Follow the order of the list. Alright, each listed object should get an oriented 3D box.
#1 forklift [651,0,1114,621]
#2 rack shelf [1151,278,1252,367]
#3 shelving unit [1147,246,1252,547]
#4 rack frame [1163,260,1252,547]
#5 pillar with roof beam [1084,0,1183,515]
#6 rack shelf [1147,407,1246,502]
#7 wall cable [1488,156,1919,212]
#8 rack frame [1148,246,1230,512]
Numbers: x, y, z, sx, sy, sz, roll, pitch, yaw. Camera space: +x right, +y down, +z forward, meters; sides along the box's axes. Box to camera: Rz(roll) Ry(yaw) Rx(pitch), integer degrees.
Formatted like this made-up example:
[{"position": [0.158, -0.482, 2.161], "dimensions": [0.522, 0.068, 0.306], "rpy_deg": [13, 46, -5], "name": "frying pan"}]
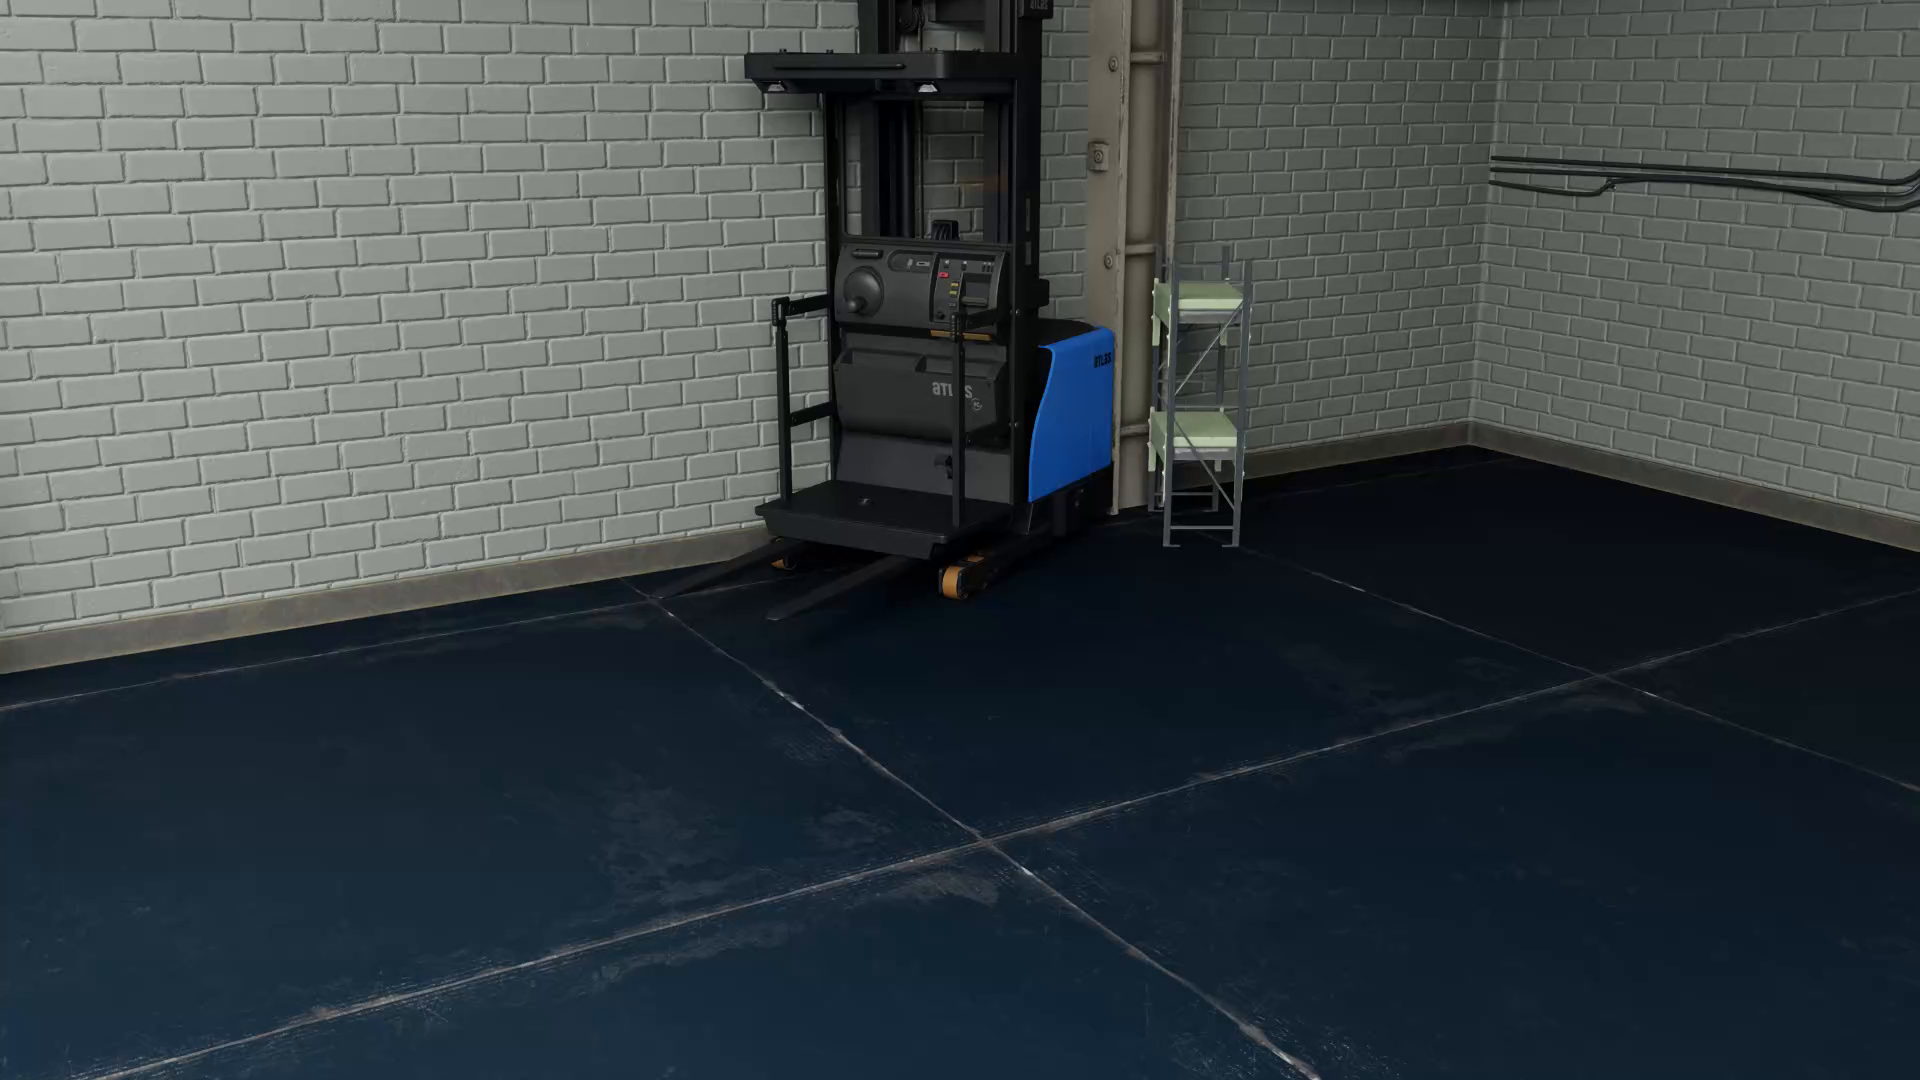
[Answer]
[{"position": [-0.307, -1.265, 7.992], "dimensions": [1.130, 2.935, 3.031], "rpy_deg": [9, 18, 28], "name": "forklift"}, {"position": [1.272, -1.163, 8.833], "dimensions": [0.431, 0.370, 0.720], "rpy_deg": [0, 16, 0], "name": "rack shelf"}, {"position": [1.272, -0.787, 8.939], "dimensions": [0.431, 1.500, 0.755], "rpy_deg": [0, 16, 0], "name": "shelving unit"}, {"position": [1.273, -0.688, 8.586], "dimensions": [0.400, 1.500, 0.023], "rpy_deg": [0, 16, 0], "name": "rack frame"}, {"position": [3.161, -3.541, 4.869], "dimensions": [0.400, 9.000, 9.100], "rpy_deg": [-9, 18, -30], "name": "pillar with roof beam"}, {"position": [1.272, -0.473, 9.027], "dimensions": [0.431, 0.370, 0.720], "rpy_deg": [0, 16, 0], "name": "rack shelf"}, {"position": [4.150, -3.145, 9.211], "dimensions": [0.112, 2.526, 3.097], "rpy_deg": [-9, 18, -30], "name": "wall cable"}, {"position": [1.272, -0.886, 9.291], "dimensions": [0.400, 1.500, 0.023], "rpy_deg": [0, 16, 0], "name": "rack frame"}]
